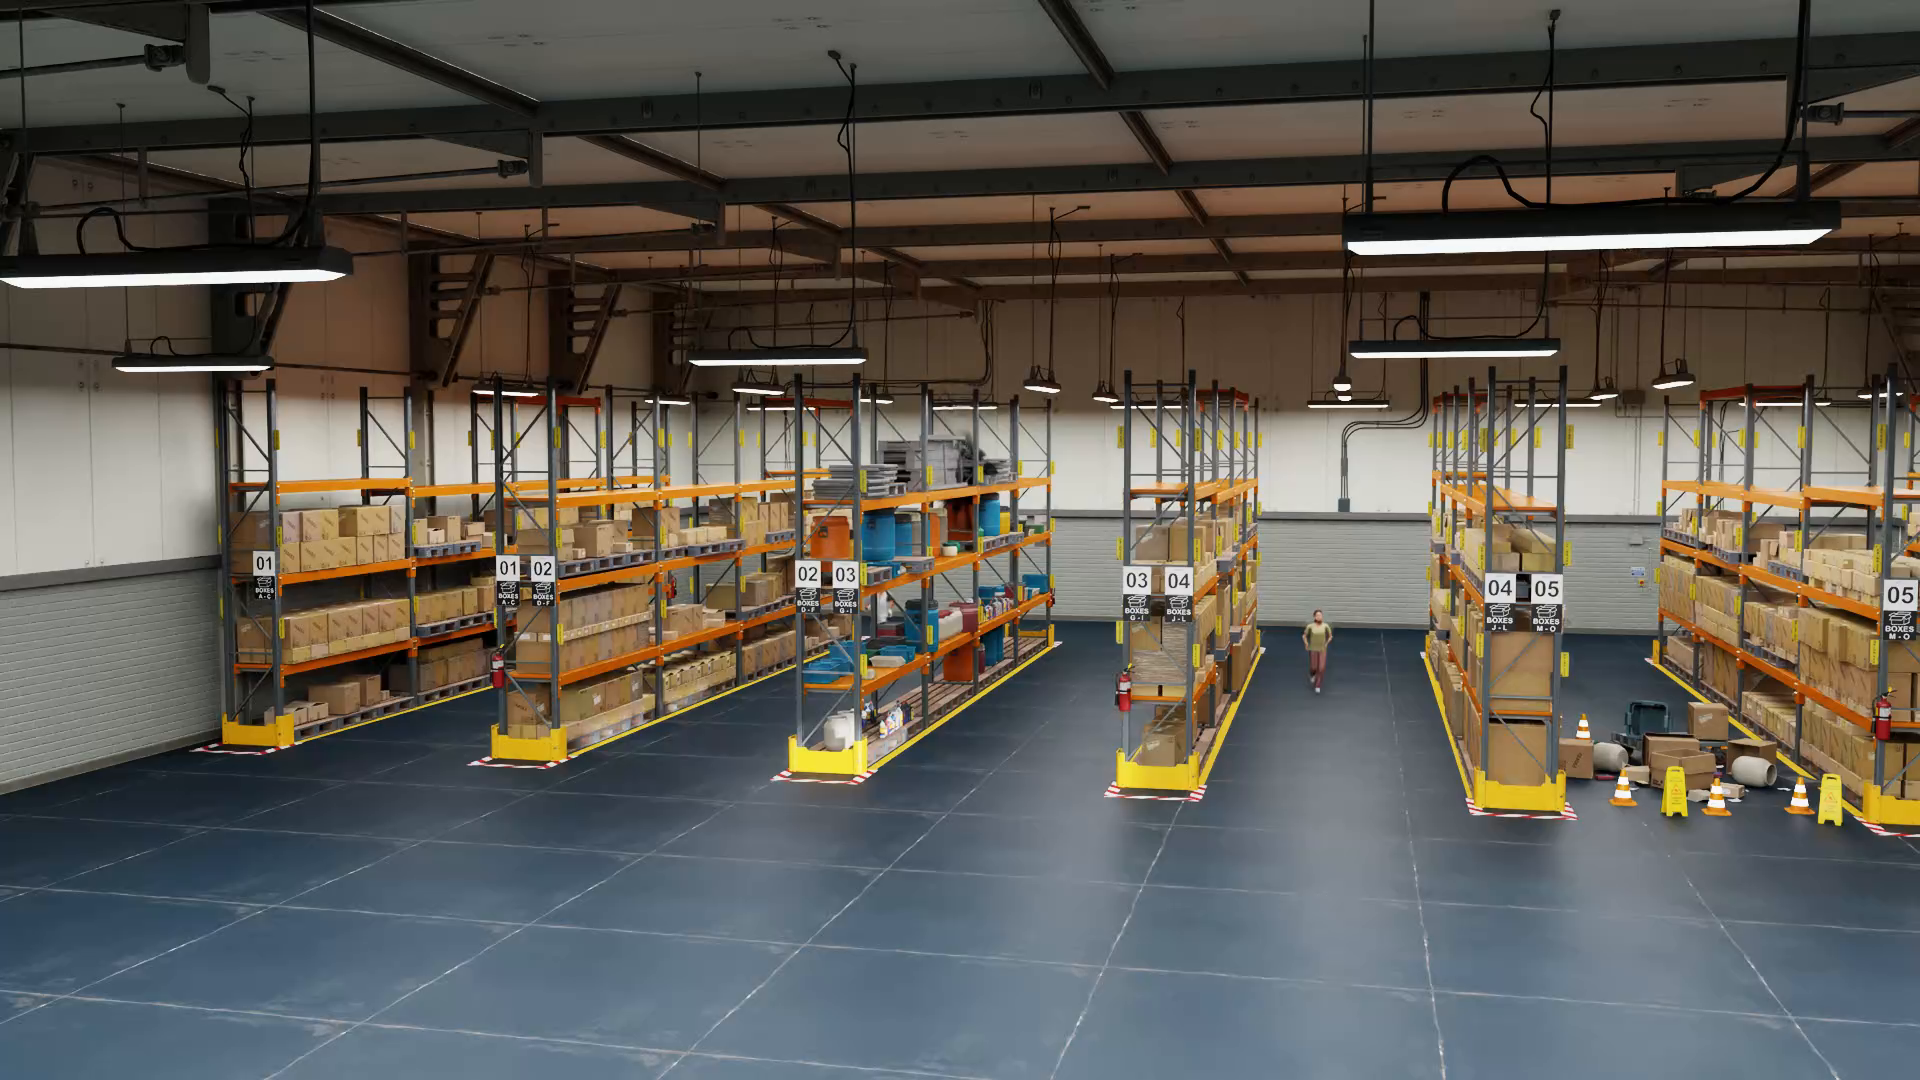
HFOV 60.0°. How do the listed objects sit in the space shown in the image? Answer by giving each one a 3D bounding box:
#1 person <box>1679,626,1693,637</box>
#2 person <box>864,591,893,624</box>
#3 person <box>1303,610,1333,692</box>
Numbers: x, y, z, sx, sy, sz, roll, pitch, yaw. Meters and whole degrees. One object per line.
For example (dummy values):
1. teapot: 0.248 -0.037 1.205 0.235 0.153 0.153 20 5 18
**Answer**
1. person: 16.906 1.908 38.329 0.638 1.642 0.753 2 4 29
2. person: -1.875 1.798 38.192 0.648 1.777 1.000 0 3 3
3. person: 7.144 2.217 33.188 0.582 1.611 0.561 0 3 6
